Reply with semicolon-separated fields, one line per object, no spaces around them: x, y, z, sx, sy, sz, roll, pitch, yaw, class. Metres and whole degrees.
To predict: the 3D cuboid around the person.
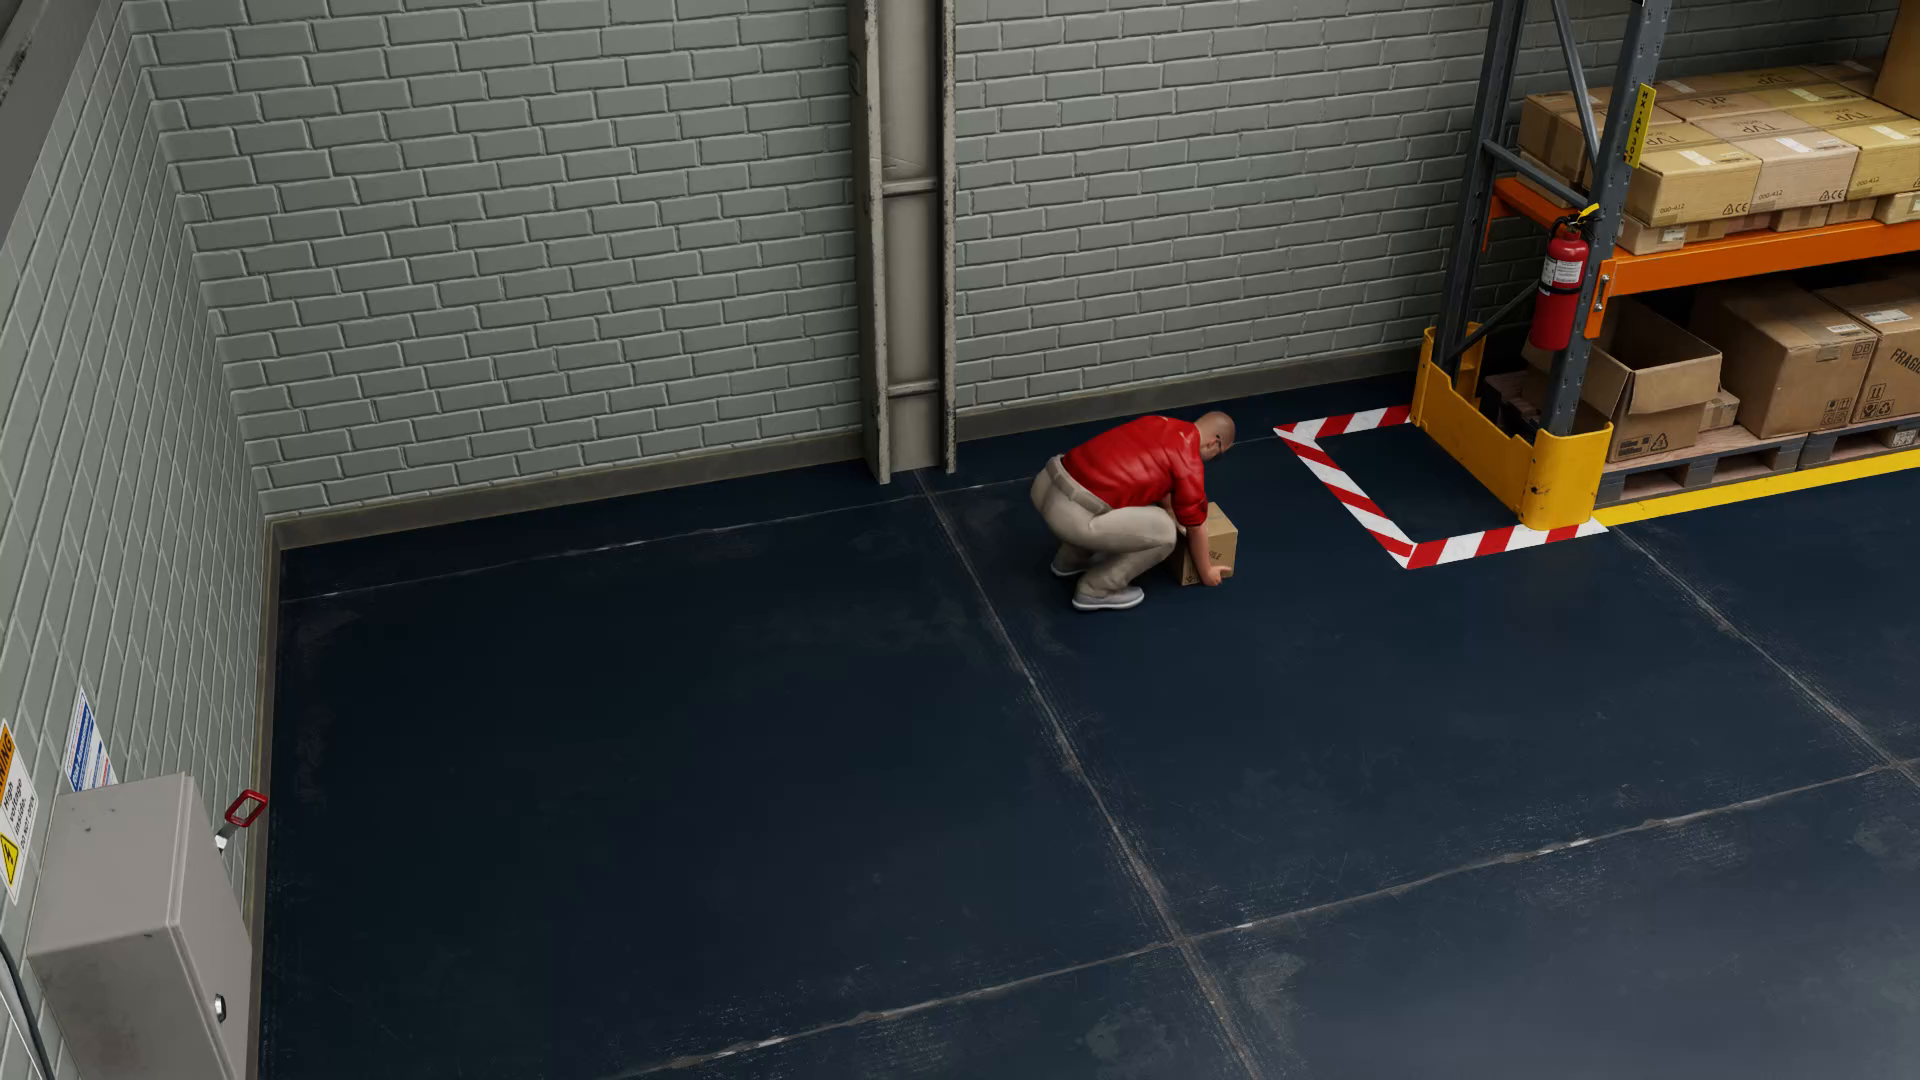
0.765;-0.134;7.250;0.932;0.780;0.520;-11;35;-16;person
